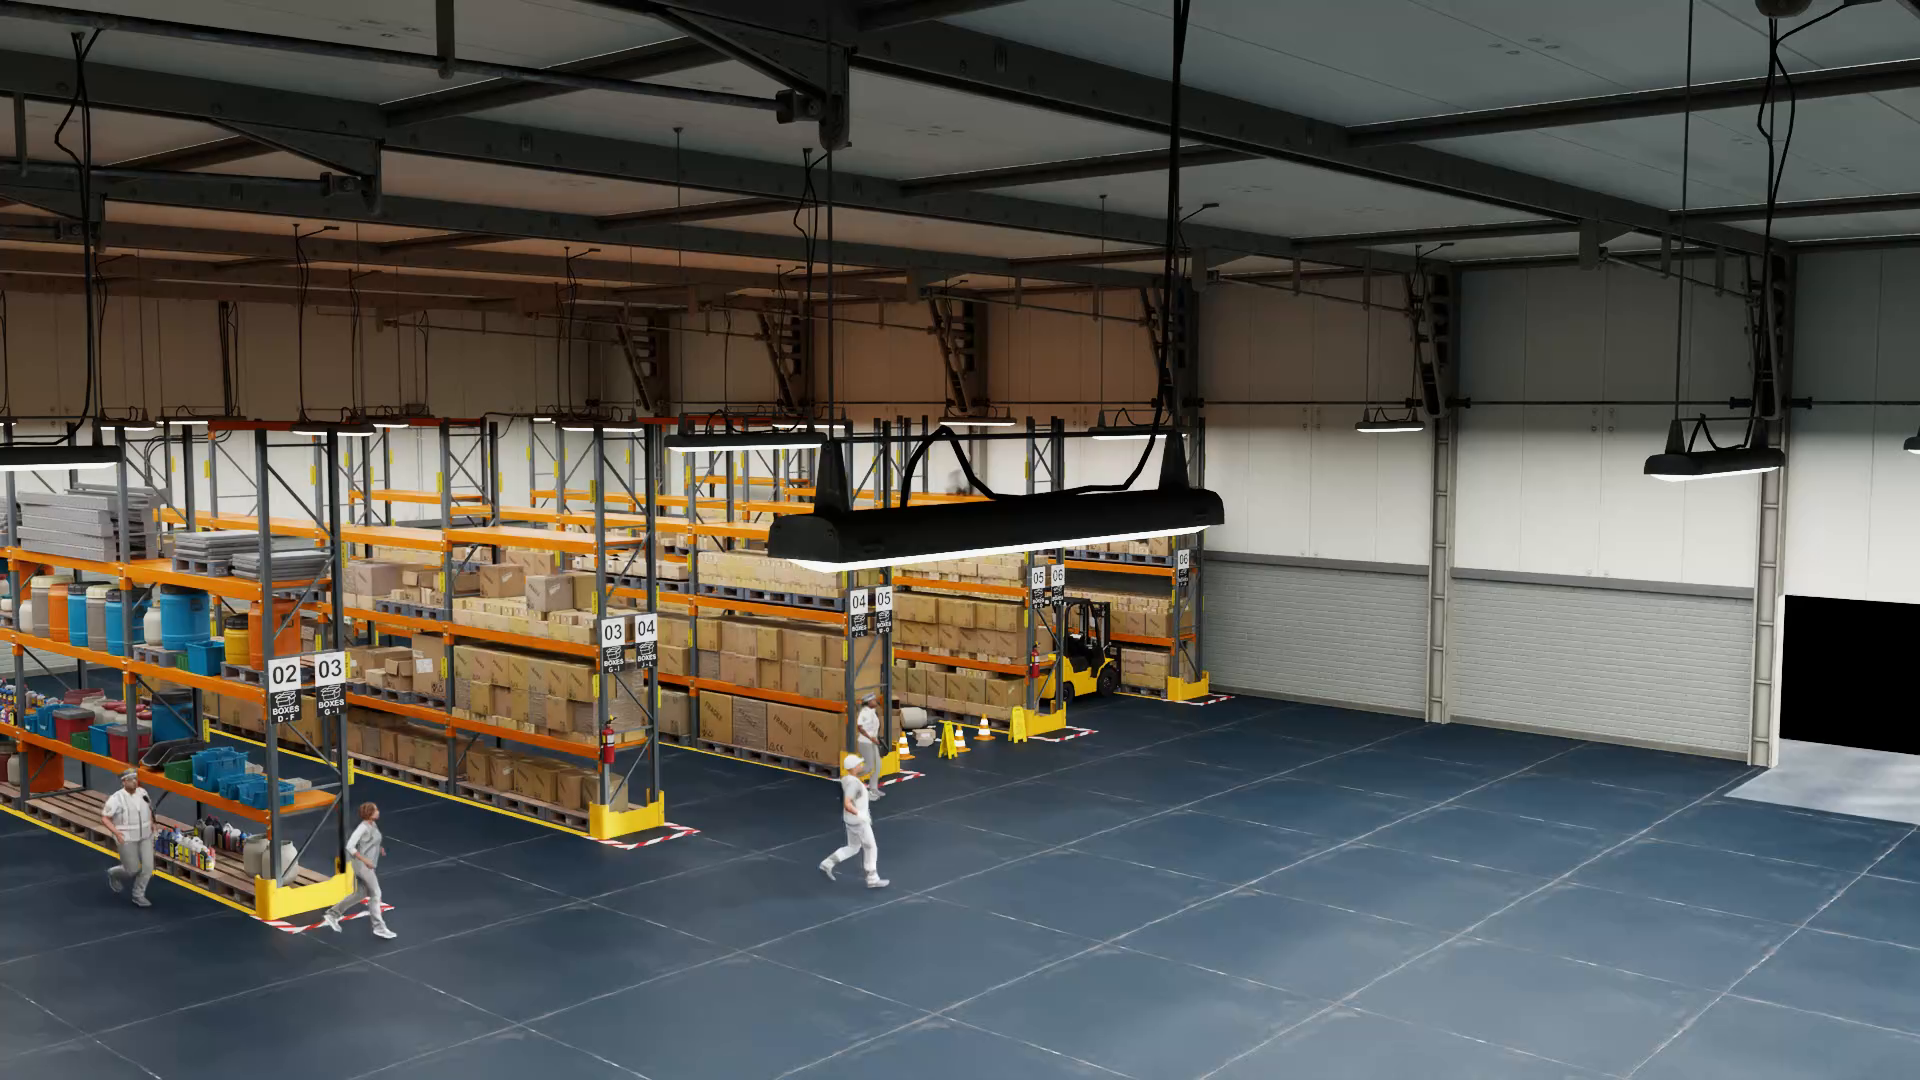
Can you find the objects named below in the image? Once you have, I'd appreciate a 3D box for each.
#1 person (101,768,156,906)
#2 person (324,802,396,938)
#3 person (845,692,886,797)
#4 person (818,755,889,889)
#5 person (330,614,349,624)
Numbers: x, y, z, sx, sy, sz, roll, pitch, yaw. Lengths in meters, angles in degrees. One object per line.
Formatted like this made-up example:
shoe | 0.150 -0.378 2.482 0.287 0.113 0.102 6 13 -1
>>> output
person | -10.460 3.725 20.985 0.654 1.746 0.664 3 6 33
person | -7.097 3.889 19.669 0.819 1.604 0.546 -1 5 -12
person | -1.491 3.275 26.863 0.663 1.657 0.645 1 5 9
person | -1.370 3.652 21.553 0.928 1.766 0.669 -2 5 -18
person | -14.580 2.268 39.205 0.603 1.755 0.683 2 5 18
